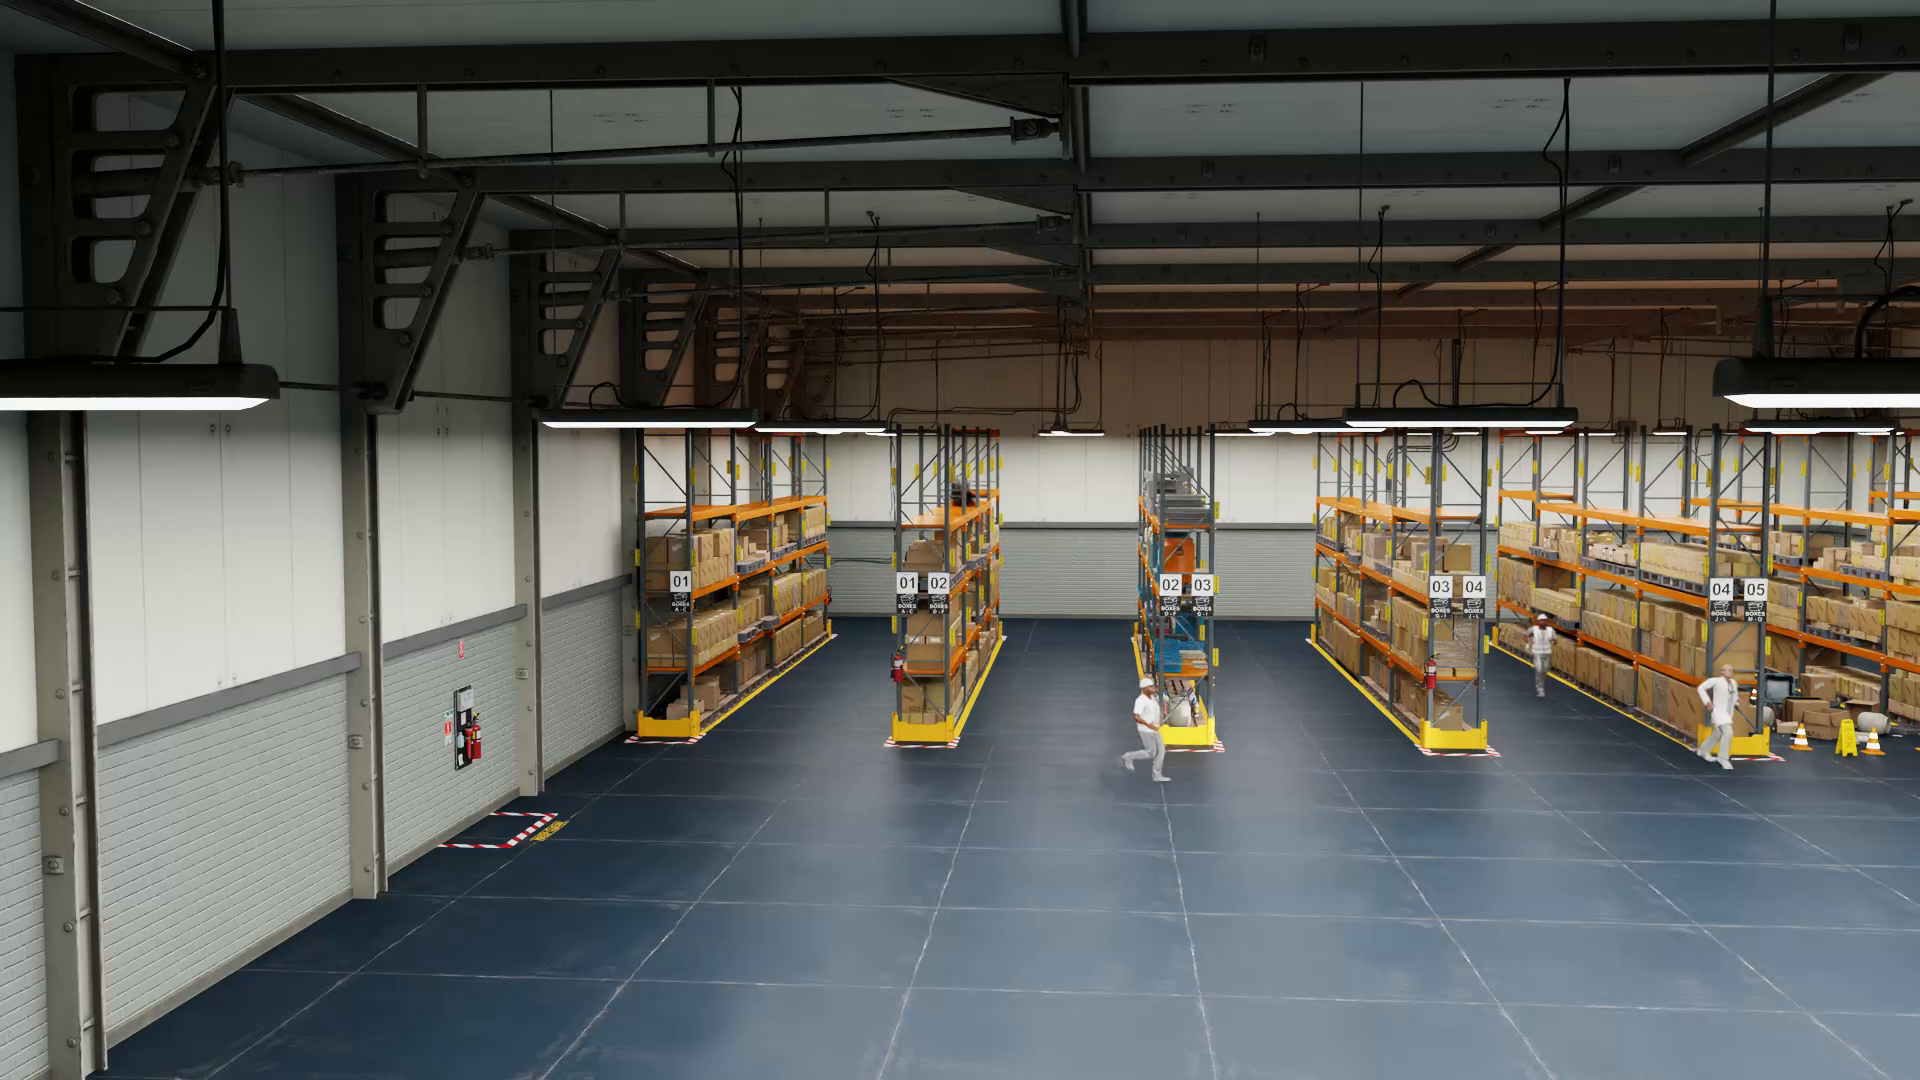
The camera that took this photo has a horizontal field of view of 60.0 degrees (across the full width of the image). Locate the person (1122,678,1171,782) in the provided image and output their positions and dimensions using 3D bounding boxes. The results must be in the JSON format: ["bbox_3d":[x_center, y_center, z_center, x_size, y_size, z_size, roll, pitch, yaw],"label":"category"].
[{"bbox_3d":[3.153,3.174,27.837,0.832,1.733,0.712,2,4,29],"label":"person"}]

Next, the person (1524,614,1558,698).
[{"bbox_3d":[12.965,2.550,37.056,0.673,1.799,0.942,0,3,2],"label":"person"}]

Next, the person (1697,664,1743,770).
[{"bbox_3d":[13.354,3.081,29.198,0.693,1.815,0.847,-2,4,-27],"label":"person"}]
